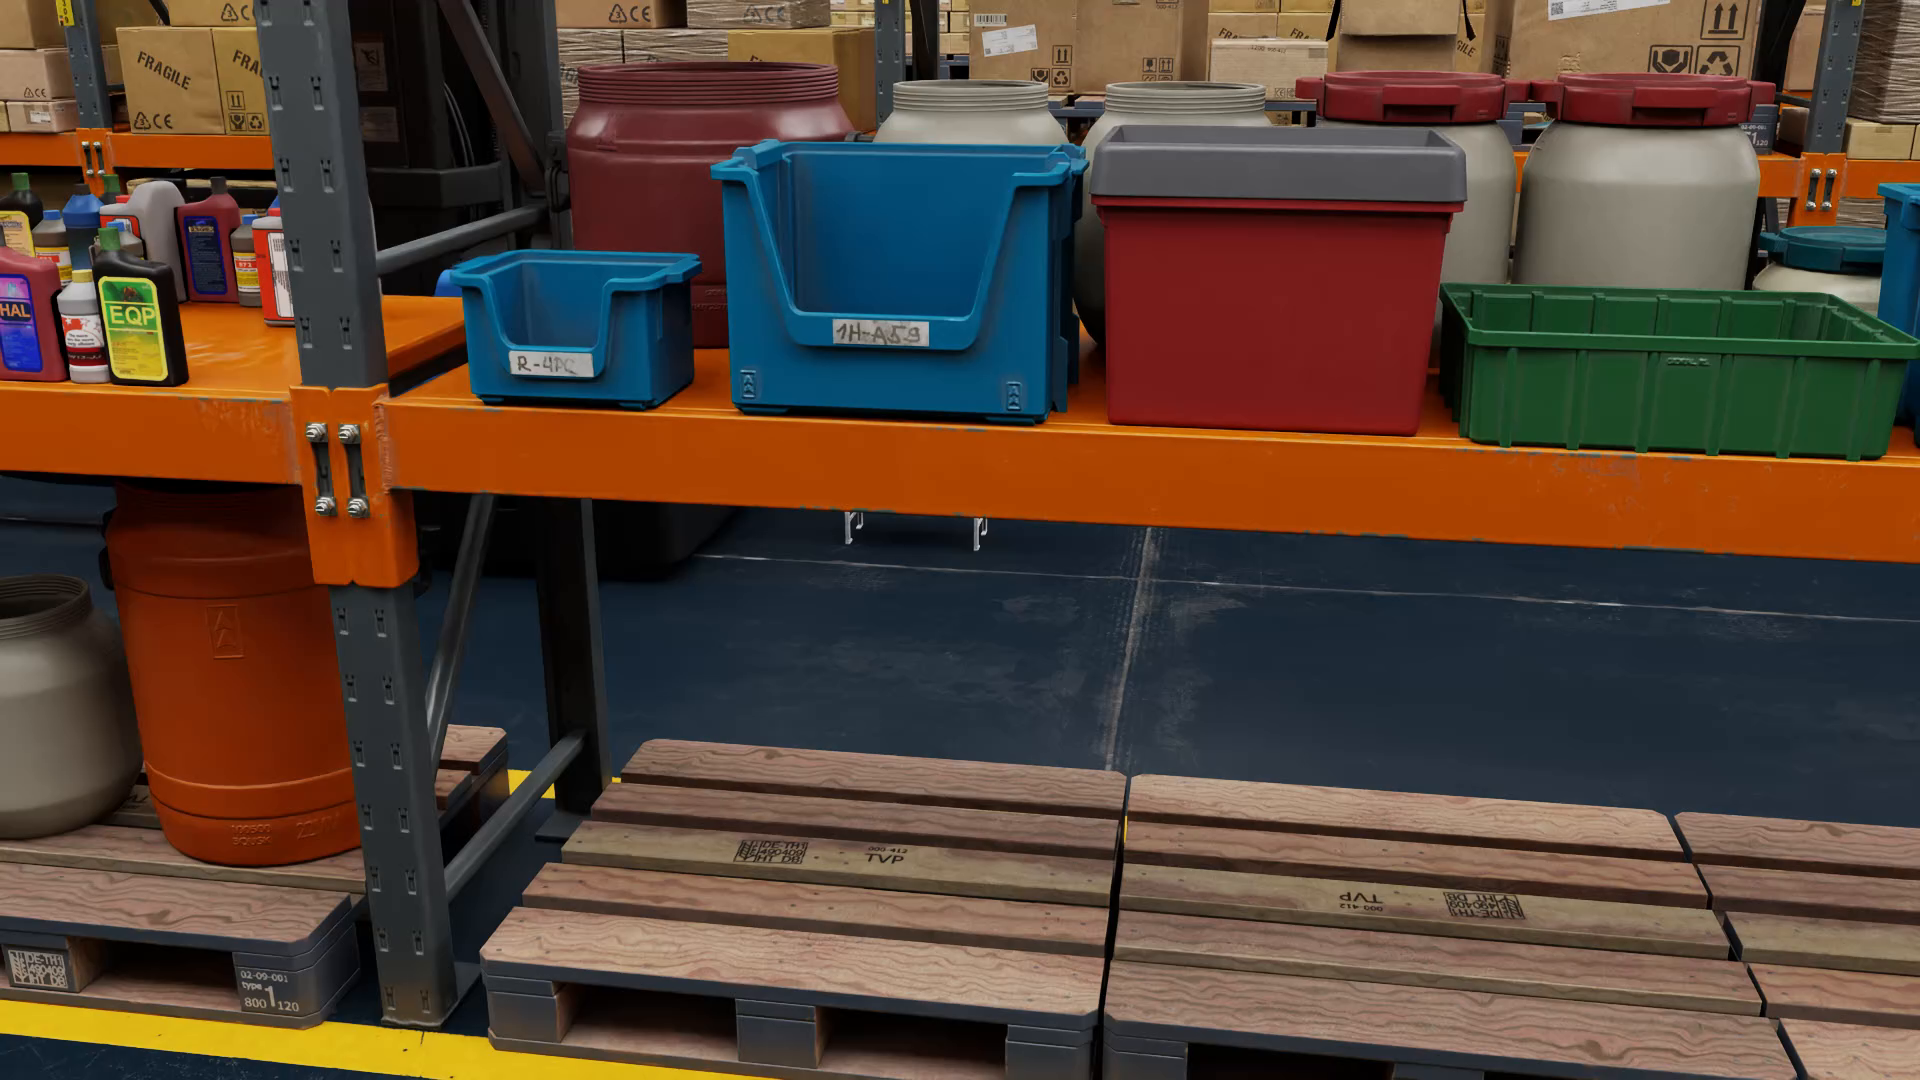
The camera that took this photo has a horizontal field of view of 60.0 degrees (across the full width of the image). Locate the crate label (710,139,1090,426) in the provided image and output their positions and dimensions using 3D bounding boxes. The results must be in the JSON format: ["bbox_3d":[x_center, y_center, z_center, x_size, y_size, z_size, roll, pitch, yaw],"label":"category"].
[{"bbox_3d":[-0.090,-0.475,2.938,0.616,0.435,0.502,3,19,9],"label":"crate label"}]

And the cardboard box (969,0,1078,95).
[{"bbox_3d":[0.297,-2.376,7.858,0.500,0.500,0.500,1,19,2],"label":"cardboard box"}]

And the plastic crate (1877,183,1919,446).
[{"bbox_3d":[1.783,-0.342,2.622,0.575,0.384,0.392,3,19,9],"label":"plastic crate"}]

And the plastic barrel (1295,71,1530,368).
[{"bbox_3d":[0.860,-0.631,3.248,0.433,0.535,0.433,0,18,0],"label":"plastic barrel"}]

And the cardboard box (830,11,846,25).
[{"bbox_3d":[-0.932,-3.848,12.341,0.250,0.149,0.380,3,19,8],"label":"cardboard box"}]

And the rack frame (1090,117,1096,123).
[{"bbox_3d":[1.330,-5.249,17.263,0.127,3.000,1.000,3,19,9],"label":"rack frame"}]

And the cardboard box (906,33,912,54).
[{"bbox_3d":[-0.415,-3.680,12.308,0.250,0.149,0.380,3,19,10],"label":"cardboard box"}]

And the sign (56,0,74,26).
[{"bbox_3d":[-4.278,-2.620,7.916,0.005,0.325,0.100,3,19,9],"label":"sign"}]

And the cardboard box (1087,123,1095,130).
[{"bbox_3d":[1.231,-2.767,12.728,0.750,0.750,1.050,3,19,8],"label":"cardboard box"}]

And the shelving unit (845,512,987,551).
[{"bbox_3d":[-0.163,-0.577,6.138,0.503,1.200,0.258,3,19,9],"label":"shelving unit"}]

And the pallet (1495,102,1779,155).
[{"bbox_3d":[2.975,-1.936,7.664,1.213,0.211,1.003,3,19,9],"label":"pallet"}]

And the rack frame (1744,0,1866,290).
[{"bbox_3d":[3.707,-1.943,7.383,0.127,3.000,1.000,3,19,9],"label":"rack frame"}]

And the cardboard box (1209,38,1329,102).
[{"bbox_3d":[1.376,-2.116,7.474,0.500,0.250,0.500,2,19,7],"label":"cardboard box"}]

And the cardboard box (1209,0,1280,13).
[{"bbox_3d":[2.092,-4.139,12.212,0.500,0.500,0.700,3,19,8],"label":"cardboard box"}]

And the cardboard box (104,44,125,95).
[{"bbox_3d":[-4.614,-2.521,8.879,0.500,0.250,0.500,3,19,8],"label":"cardboard box"}]

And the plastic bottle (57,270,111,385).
[{"bbox_3d":[-1.606,-0.397,3.074,0.097,0.201,0.097,0,18,0],"label":"plastic bottle"}]

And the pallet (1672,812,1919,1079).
[{"bbox_3d":[2.140,0.904,3.269,1.213,0.211,1.003,3,19,9],"label":"pallet"}]

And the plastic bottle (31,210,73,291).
[{"bbox_3d":[-2.103,-0.666,3.879,0.097,0.201,0.097,0,18,0],"label":"plastic bottle"}]

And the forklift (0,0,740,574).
[{"bbox_3d":[-2.376,-1.483,6.115,3.031,2.935,1.130,3,19,10],"label":"forklift"}]

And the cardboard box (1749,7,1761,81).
[{"bbox_3d":[5.506,-3.527,11.882,0.550,0.550,0.875,3,19,9],"label":"cardboard box"}]

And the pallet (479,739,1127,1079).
[{"bbox_3d":[-0.269,0.781,3.636,1.213,0.211,1.003,3,19,9],"label":"pallet"}]

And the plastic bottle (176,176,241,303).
[{"bbox_3d":[-1.721,-0.691,3.825,0.133,0.283,0.061,3,19,9],"label":"plastic bottle"}]

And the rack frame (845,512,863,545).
[{"bbox_3d":[-0.404,-0.590,6.174,0.015,1.200,0.240,3,19,9],"label":"rack frame"}]

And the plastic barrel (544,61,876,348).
[{"bbox_3d":[-0.522,-0.729,3.539,0.708,0.536,0.600,3,19,9],"label":"plastic barrel"}]

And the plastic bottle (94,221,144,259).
[{"bbox_3d":[-1.862,-0.605,3.696,0.097,0.201,0.097,0,18,0],"label":"plastic bottle"}]

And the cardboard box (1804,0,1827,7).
[{"bbox_3d":[6.025,-3.984,11.545,0.550,0.550,0.875,3,19,9],"label":"cardboard box"}]

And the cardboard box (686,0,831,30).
[{"bbox_3d":[-0.962,-2.709,7.934,0.637,0.503,0.797,4,19,11],"label":"cardboard box"}]

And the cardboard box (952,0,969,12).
[{"bbox_3d":[0.087,-3.936,12.137,0.250,0.149,0.380,2,19,6],"label":"cardboard box"}]

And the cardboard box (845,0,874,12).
[{"bbox_3d":[-0.683,-3.975,12.253,0.250,0.149,0.380,3,19,10],"label":"cardboard box"}]

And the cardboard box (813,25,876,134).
[{"bbox_3d":[-0.679,-2.301,8.296,0.500,0.500,0.500,3,19,10],"label":"cardboard box"}]

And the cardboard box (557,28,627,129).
[{"bbox_3d":[-1.773,-2.191,7.966,0.500,0.500,0.500,2,19,7],"label":"cardboard box"}]

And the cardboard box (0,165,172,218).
[{"bbox_3d":[-4.831,-1.595,9.031,0.875,0.875,0.875,3,19,9],"label":"cardboard box"}]

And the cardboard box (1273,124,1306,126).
[{"bbox_3d":[3.364,-4.096,17.296,0.625,0.372,0.950,4,19,10],"label":"cardboard box"}]

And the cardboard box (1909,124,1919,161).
[{"bbox_3d":[4.116,-1.702,7.059,0.250,0.149,0.380,3,19,9],"label":"cardboard box"}]

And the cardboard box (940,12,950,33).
[{"bbox_3d":[-0.180,-3.809,12.226,0.250,0.149,0.380,4,19,11],"label":"cardboard box"}]

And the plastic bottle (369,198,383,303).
[{"bbox_3d":[-1.404,-0.657,3.734,0.135,0.276,0.152,3,19,9],"label":"plastic bottle"}]

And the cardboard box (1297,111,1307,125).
[{"bbox_3d":[4.781,-5.740,21.812,0.625,0.625,0.875,3,19,8],"label":"cardboard box"}]

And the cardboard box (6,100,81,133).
[{"bbox_3d":[-4.545,-2.139,8.365,0.250,0.149,0.380,3,19,9],"label":"cardboard box"}]

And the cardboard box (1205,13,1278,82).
[{"bbox_3d":[2.045,-3.583,12.127,0.500,0.500,0.500,3,19,9],"label":"cardboard box"}]

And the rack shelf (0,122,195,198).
[{"bbox_3d":[-6.166,-2.105,9.001,4.000,0.370,1.077,3,19,9],"label":"rack shelf"}]

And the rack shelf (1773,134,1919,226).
[{"bbox_3d":[5.682,-1.501,7.196,4.000,0.370,1.077,3,19,9],"label":"rack shelf"}]

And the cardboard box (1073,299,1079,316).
[{"bbox_3d":[0.422,-1.140,8.229,0.500,0.500,0.700,2,19,6],"label":"cardboard box"}]
